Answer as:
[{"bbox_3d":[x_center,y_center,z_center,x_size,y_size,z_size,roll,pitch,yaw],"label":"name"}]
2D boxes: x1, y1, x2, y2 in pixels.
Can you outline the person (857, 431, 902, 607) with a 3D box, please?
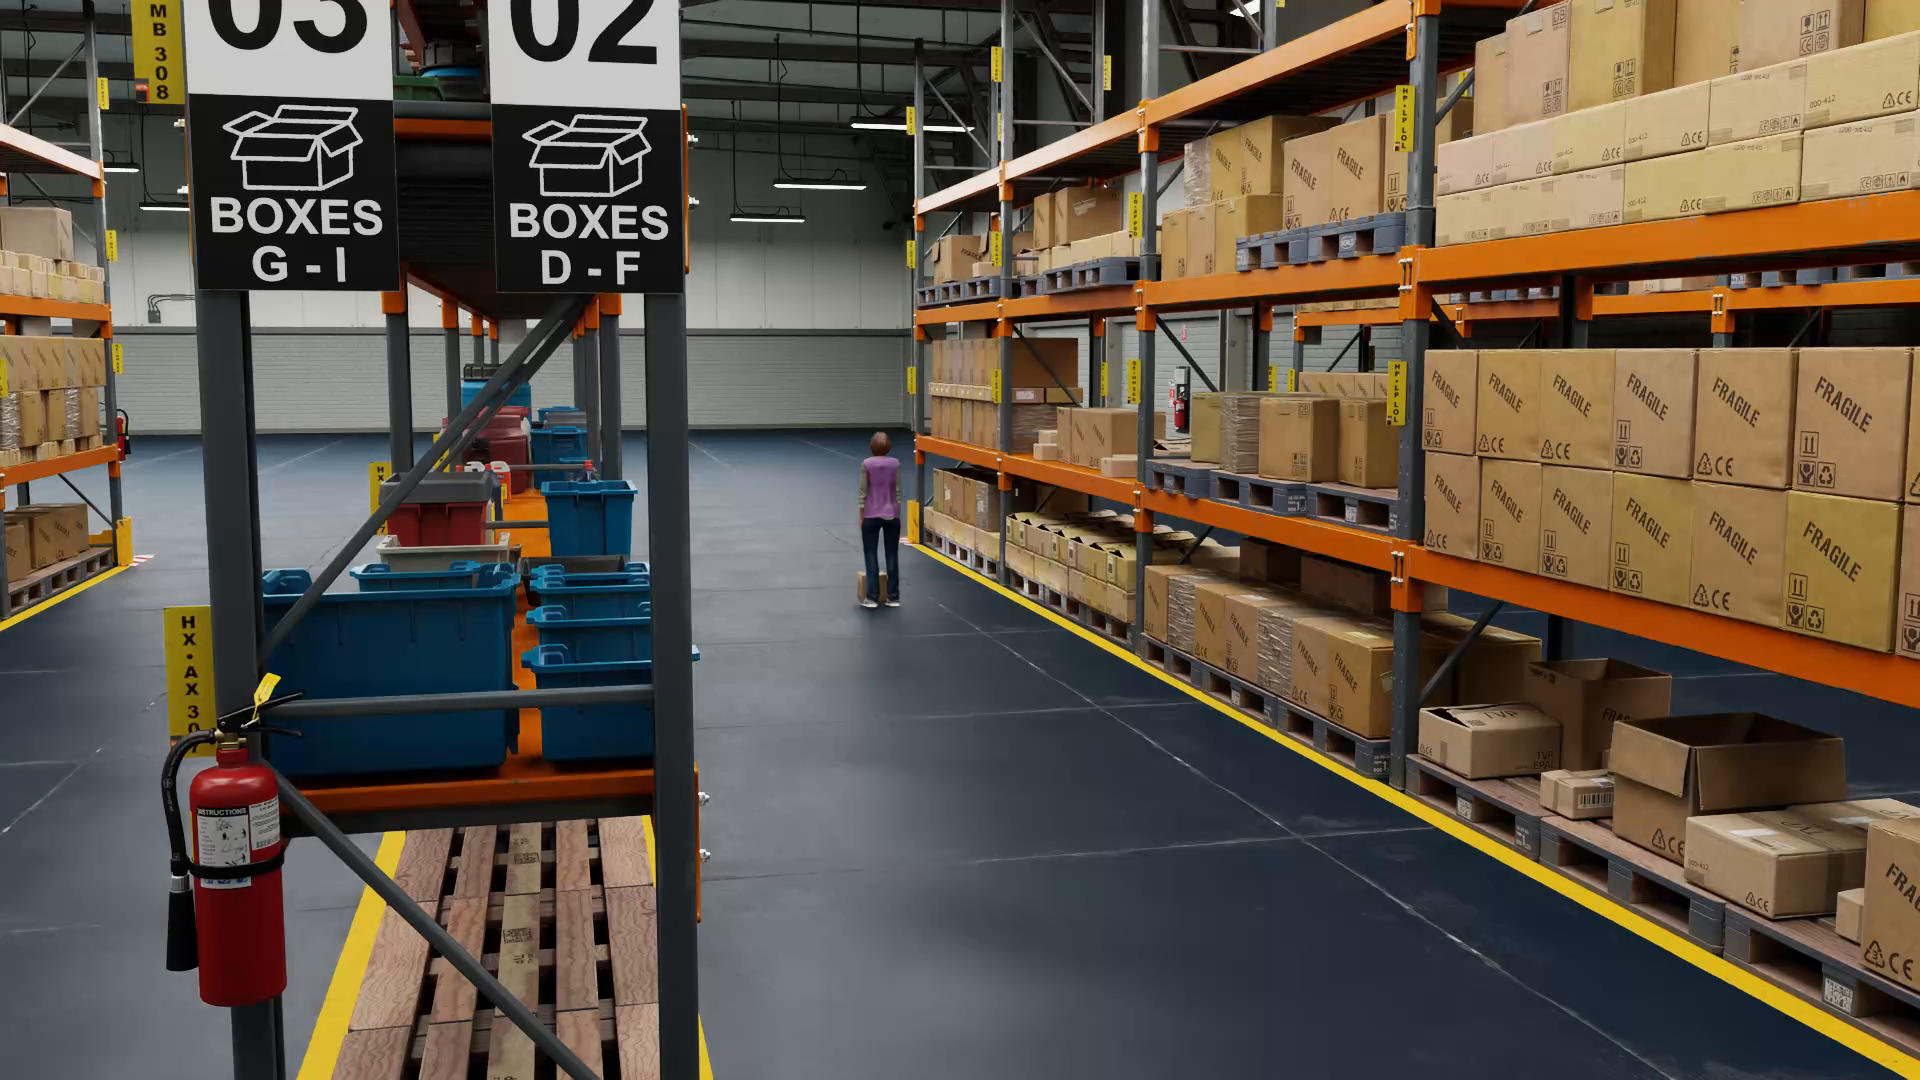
[{"bbox_3d":[-0.727,-0.182,15.022,0.405,1.600,0.300,-1,6,-12],"label":"person"}]
